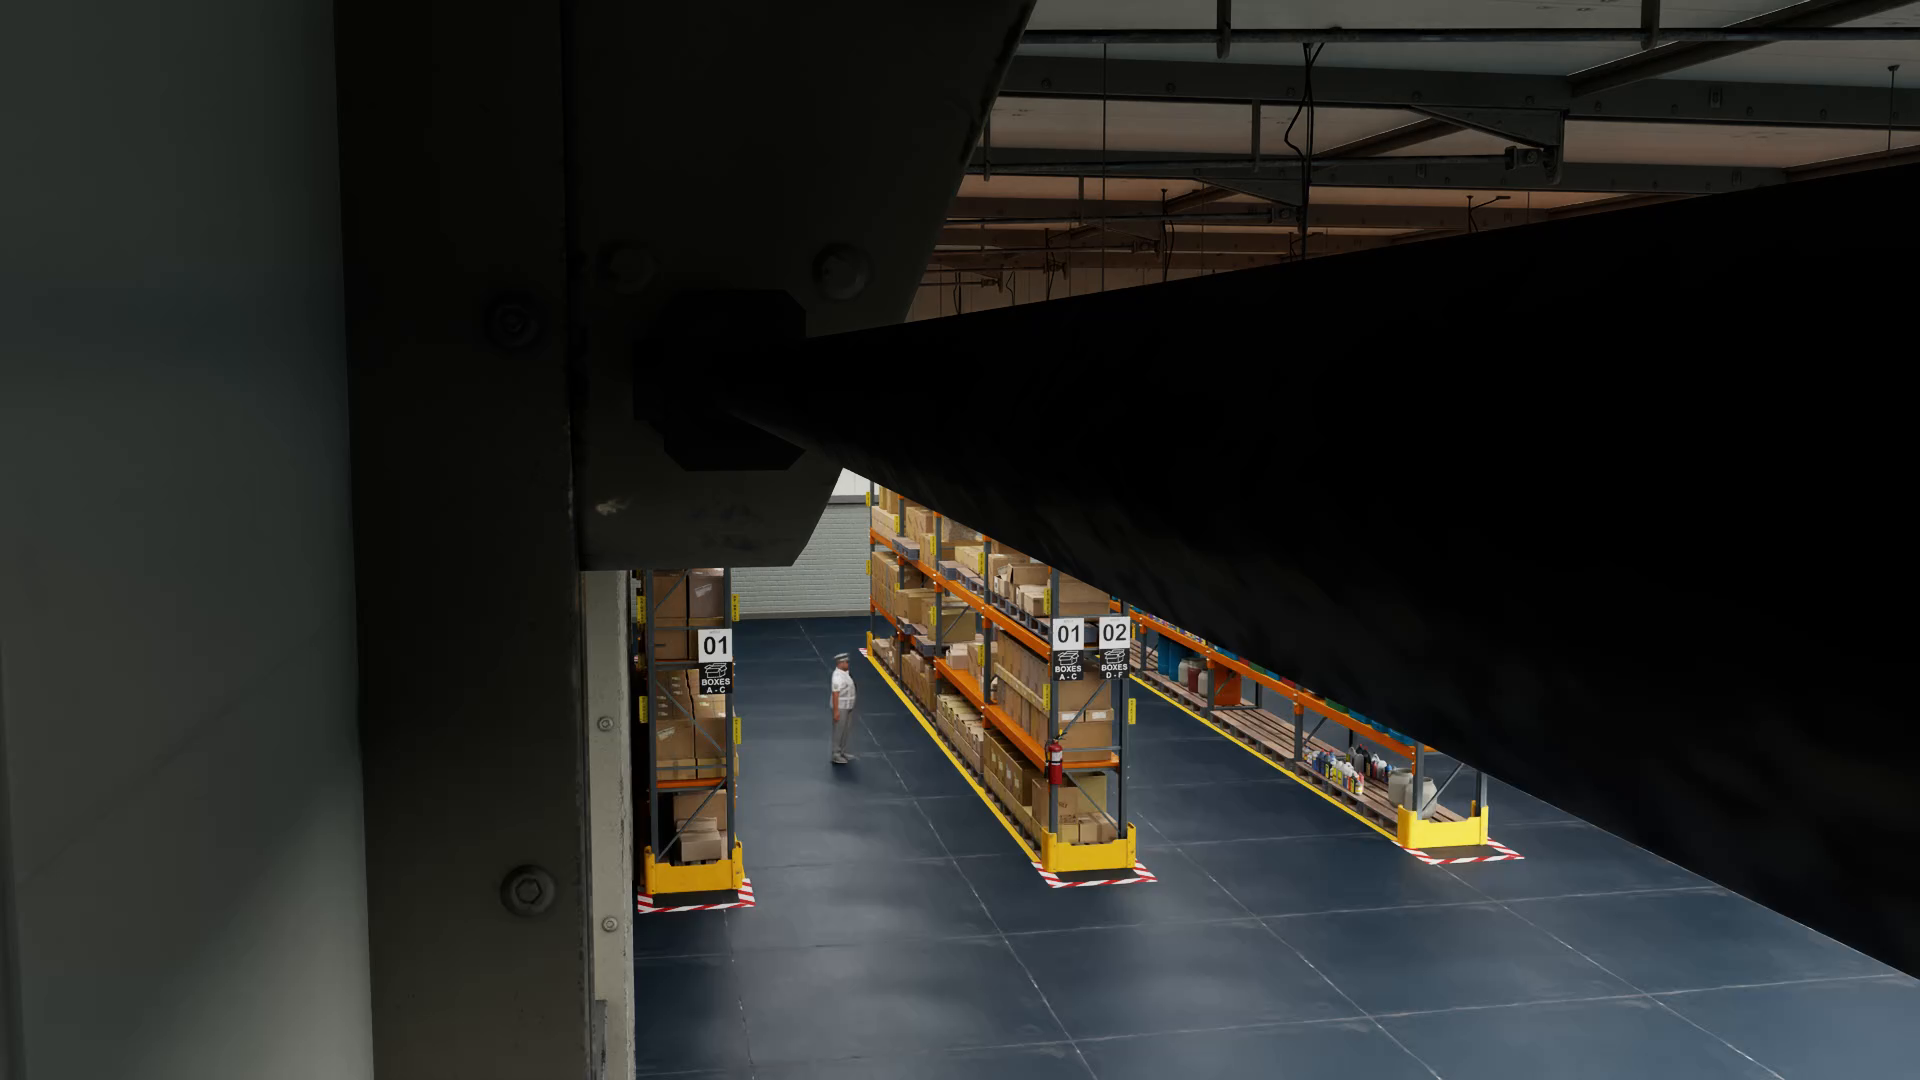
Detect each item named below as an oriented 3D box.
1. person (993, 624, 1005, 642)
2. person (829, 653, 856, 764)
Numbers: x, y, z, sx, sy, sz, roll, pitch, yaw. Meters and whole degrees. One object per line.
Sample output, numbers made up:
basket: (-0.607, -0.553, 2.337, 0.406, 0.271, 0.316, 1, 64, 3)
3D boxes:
person: (0.938, 2.177, 31.868, 0.607, 1.803, 0.878, -1, 6, -14)
person: (-1.882, 2.676, 26.627, 0.401, 1.776, 0.652, 1, 6, 9)
